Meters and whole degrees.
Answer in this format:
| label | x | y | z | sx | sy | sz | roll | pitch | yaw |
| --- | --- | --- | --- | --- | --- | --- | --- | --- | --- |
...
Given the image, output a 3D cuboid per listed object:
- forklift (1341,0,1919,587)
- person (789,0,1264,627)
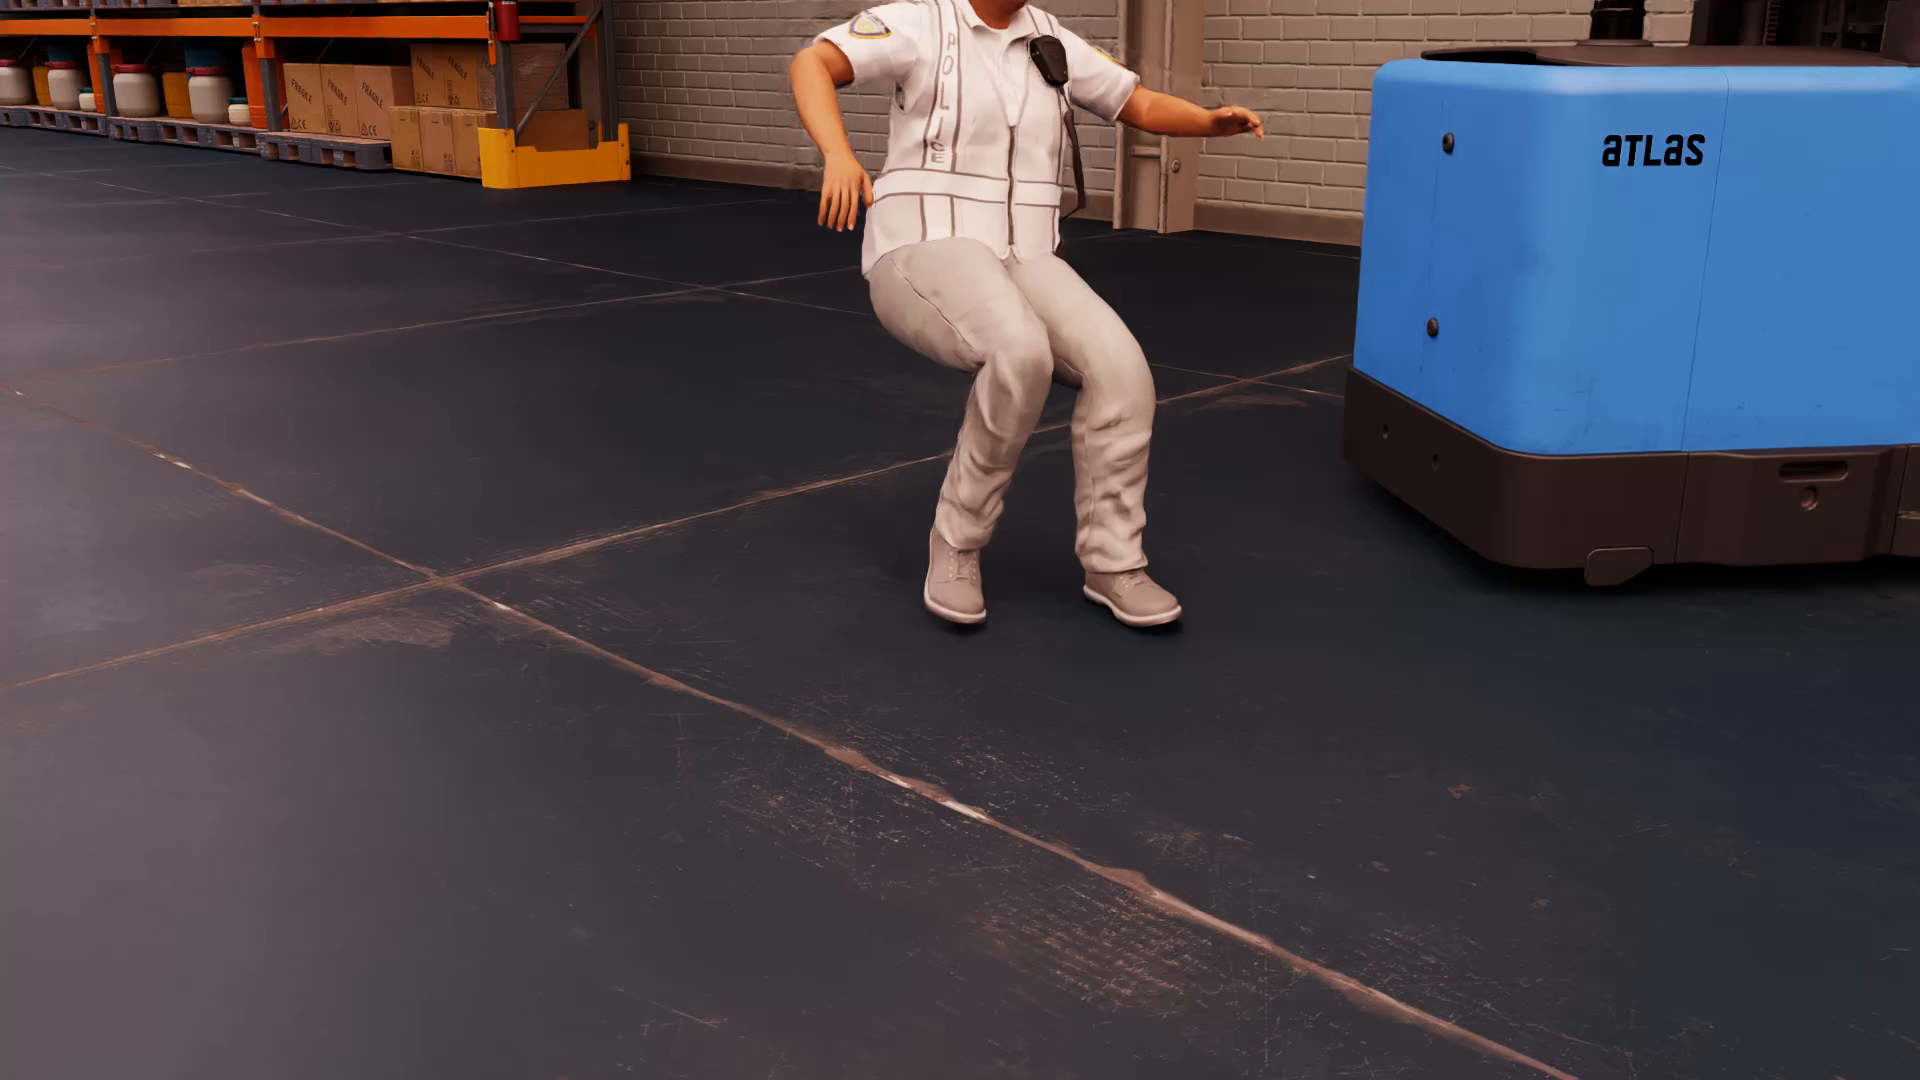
| label | x | y | z | sx | sy | sz | roll | pitch | yaw |
| --- | --- | --- | --- | --- | --- | --- | --- | --- | --- |
| forklift | 2.555 | -1.477 | 3.711 | 3.031 | 2.935 | 1.130 | -2 | 17 | -7 |
| person | 0.146 | -0.590 | 3.361 | 0.912 | 1.429 | 0.824 | -13 | 21 | -36 |
